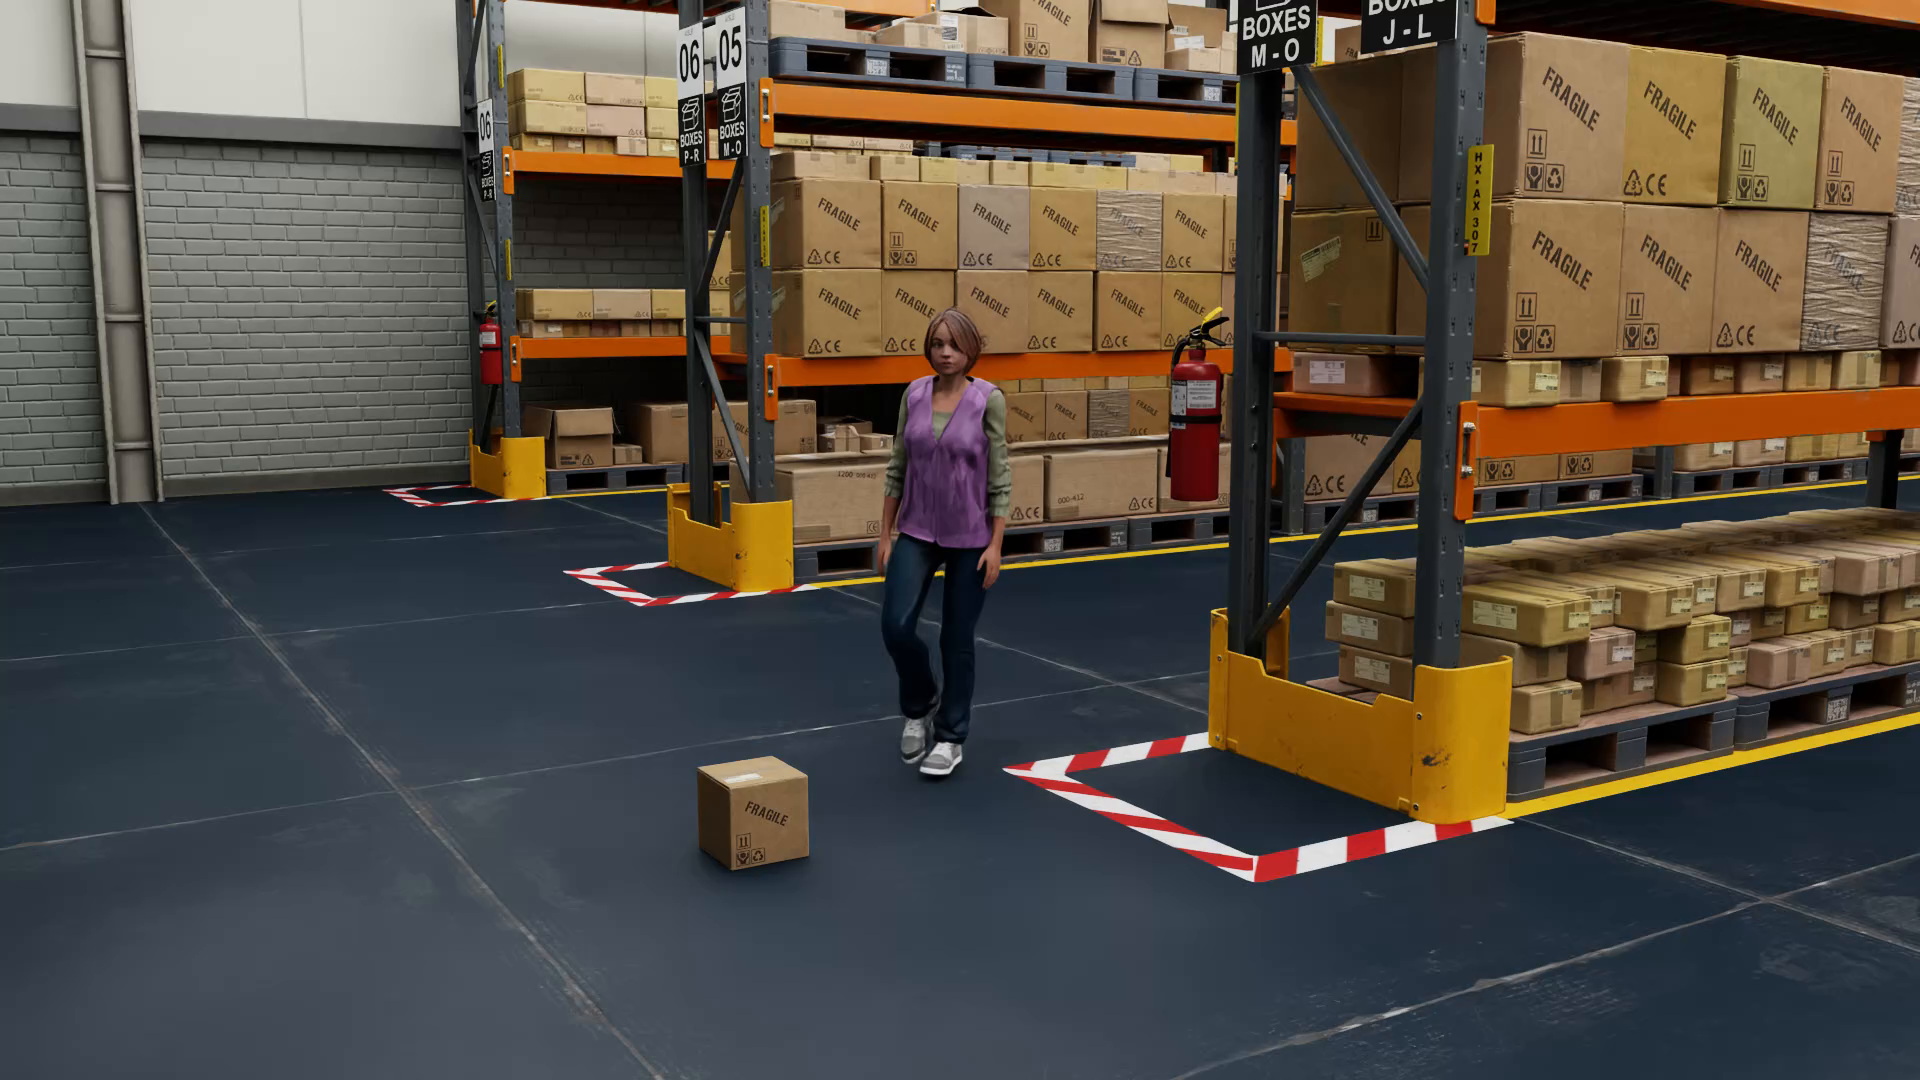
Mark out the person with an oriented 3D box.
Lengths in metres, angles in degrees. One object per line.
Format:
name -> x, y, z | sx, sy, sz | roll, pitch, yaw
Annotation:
person -> -0.054, 0.015, 5.657 | 0.479, 1.594, 0.400 | 3, 9, 17
